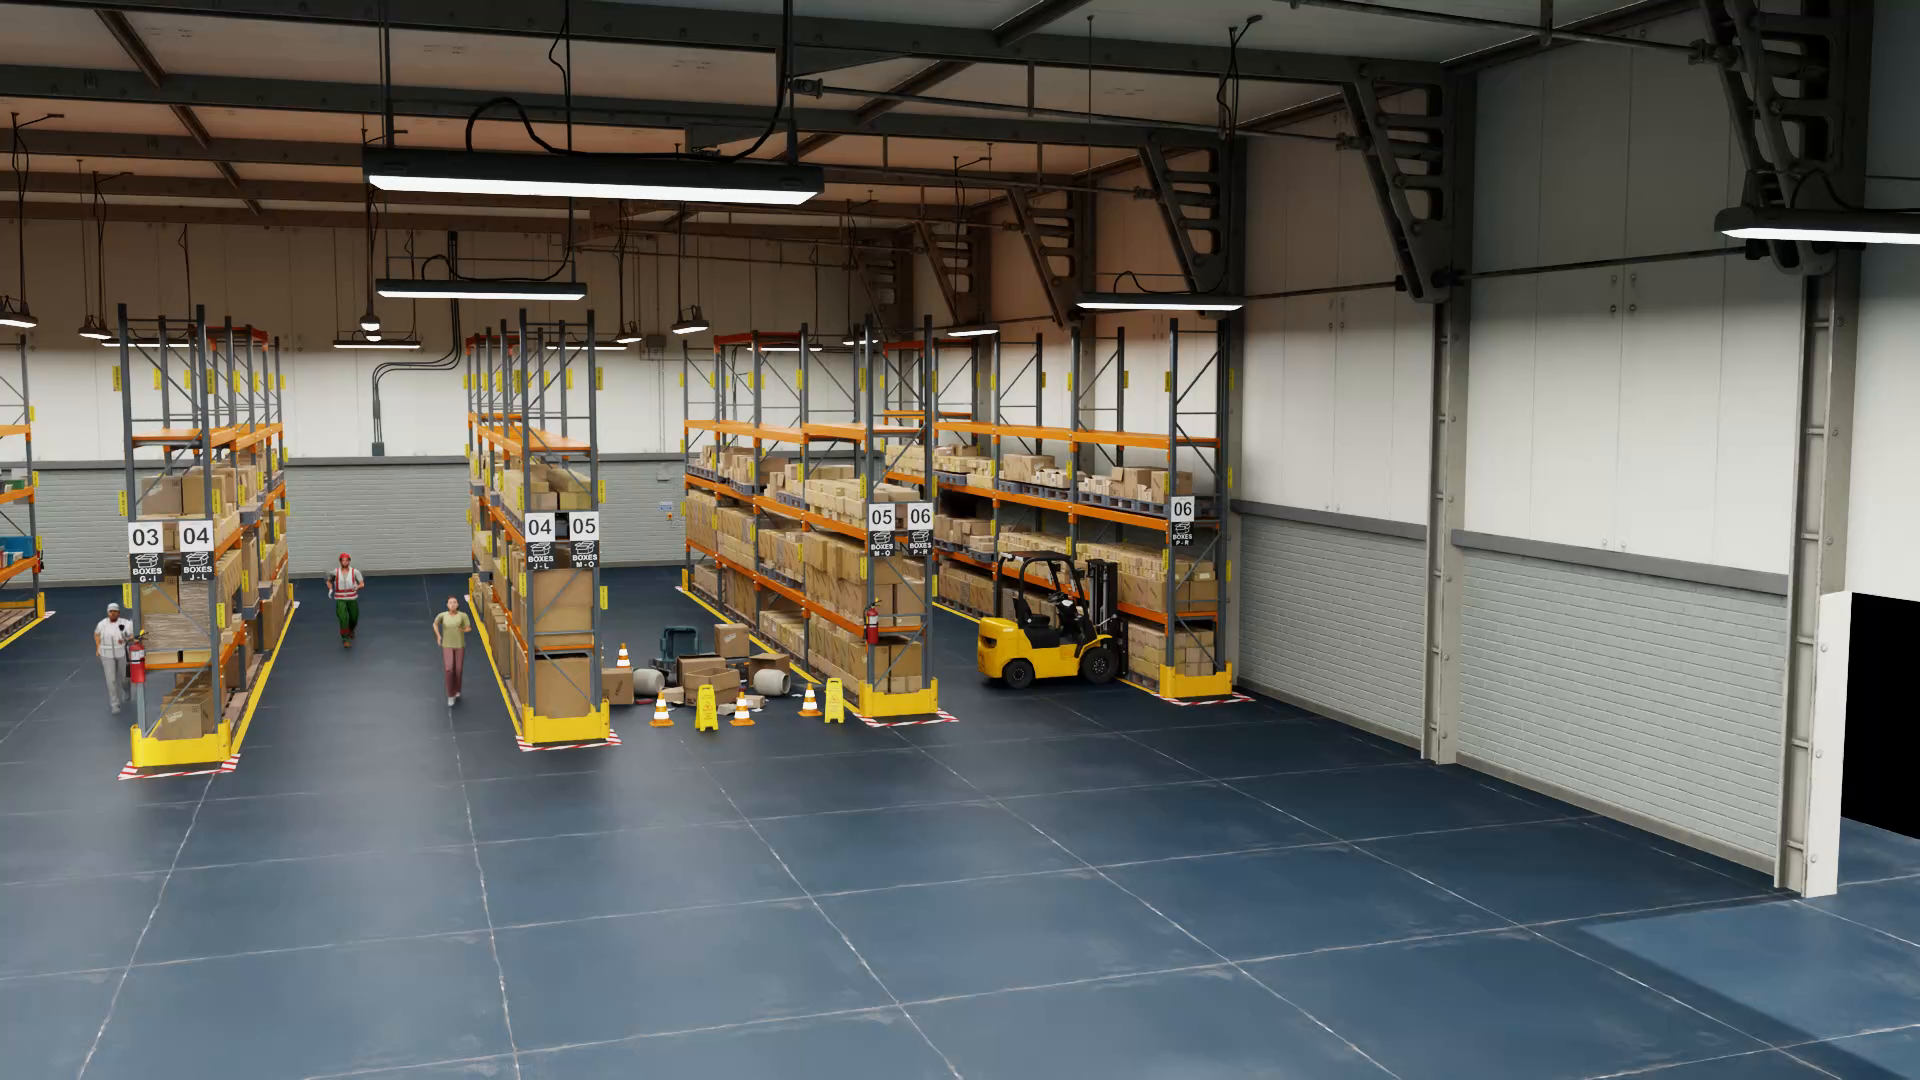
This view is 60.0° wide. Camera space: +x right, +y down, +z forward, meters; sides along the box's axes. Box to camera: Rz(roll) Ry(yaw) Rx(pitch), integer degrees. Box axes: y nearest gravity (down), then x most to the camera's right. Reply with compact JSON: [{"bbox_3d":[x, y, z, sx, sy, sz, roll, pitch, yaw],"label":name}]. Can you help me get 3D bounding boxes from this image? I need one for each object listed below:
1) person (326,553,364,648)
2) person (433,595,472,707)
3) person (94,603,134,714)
[{"bbox_3d":[-11.645,1.131,31.534,0.669,1.765,0.914,-2,6,-22],"label":"person"},{"bbox_3d":[-7.907,1.716,25.958,0.561,1.726,0.688,-2,6,-21],"label":"person"},{"bbox_3d":[-12.850,1.771,25.333,0.610,1.644,0.855,-2,6,-22],"label":"person"}]
